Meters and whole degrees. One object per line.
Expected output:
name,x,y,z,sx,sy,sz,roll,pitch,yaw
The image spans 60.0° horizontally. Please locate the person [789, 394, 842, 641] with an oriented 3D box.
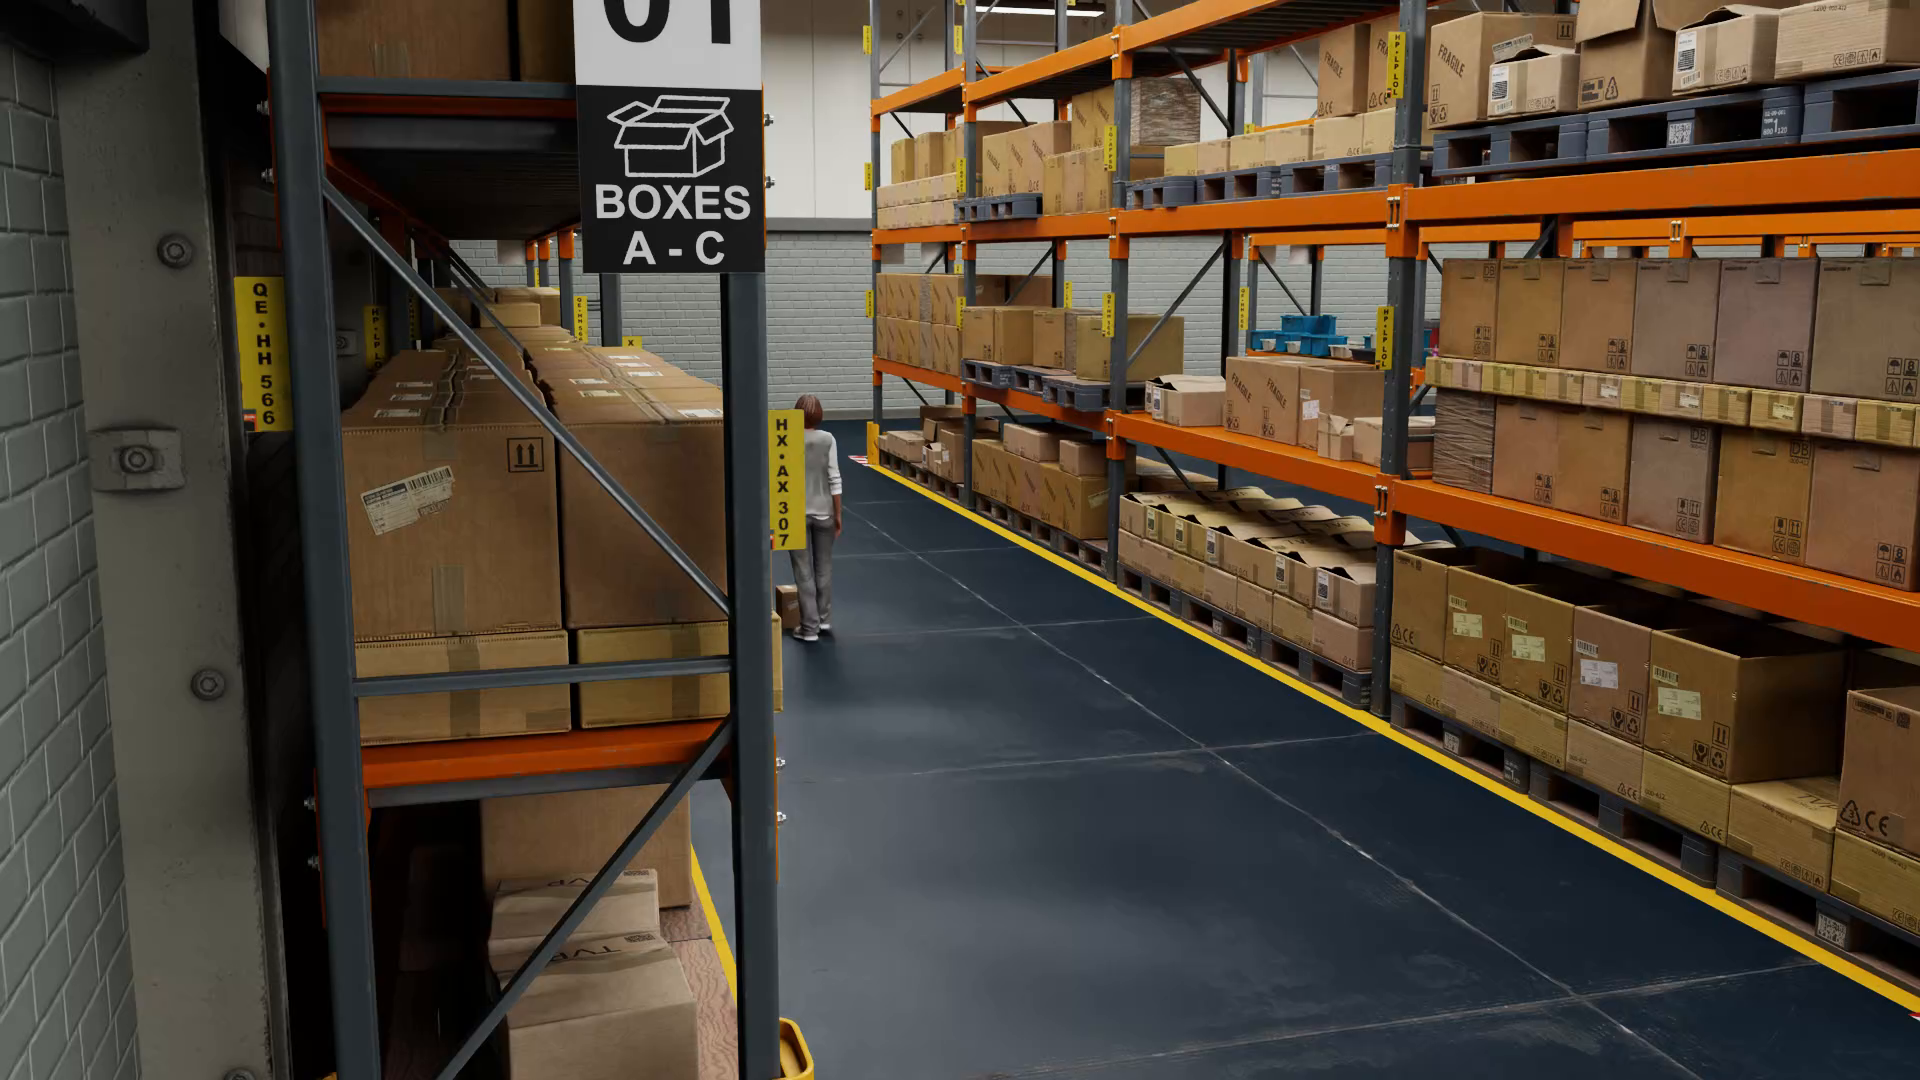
person,-1.020,-0.161,10.829,0.425,1.592,0.586,-4,10,-21
